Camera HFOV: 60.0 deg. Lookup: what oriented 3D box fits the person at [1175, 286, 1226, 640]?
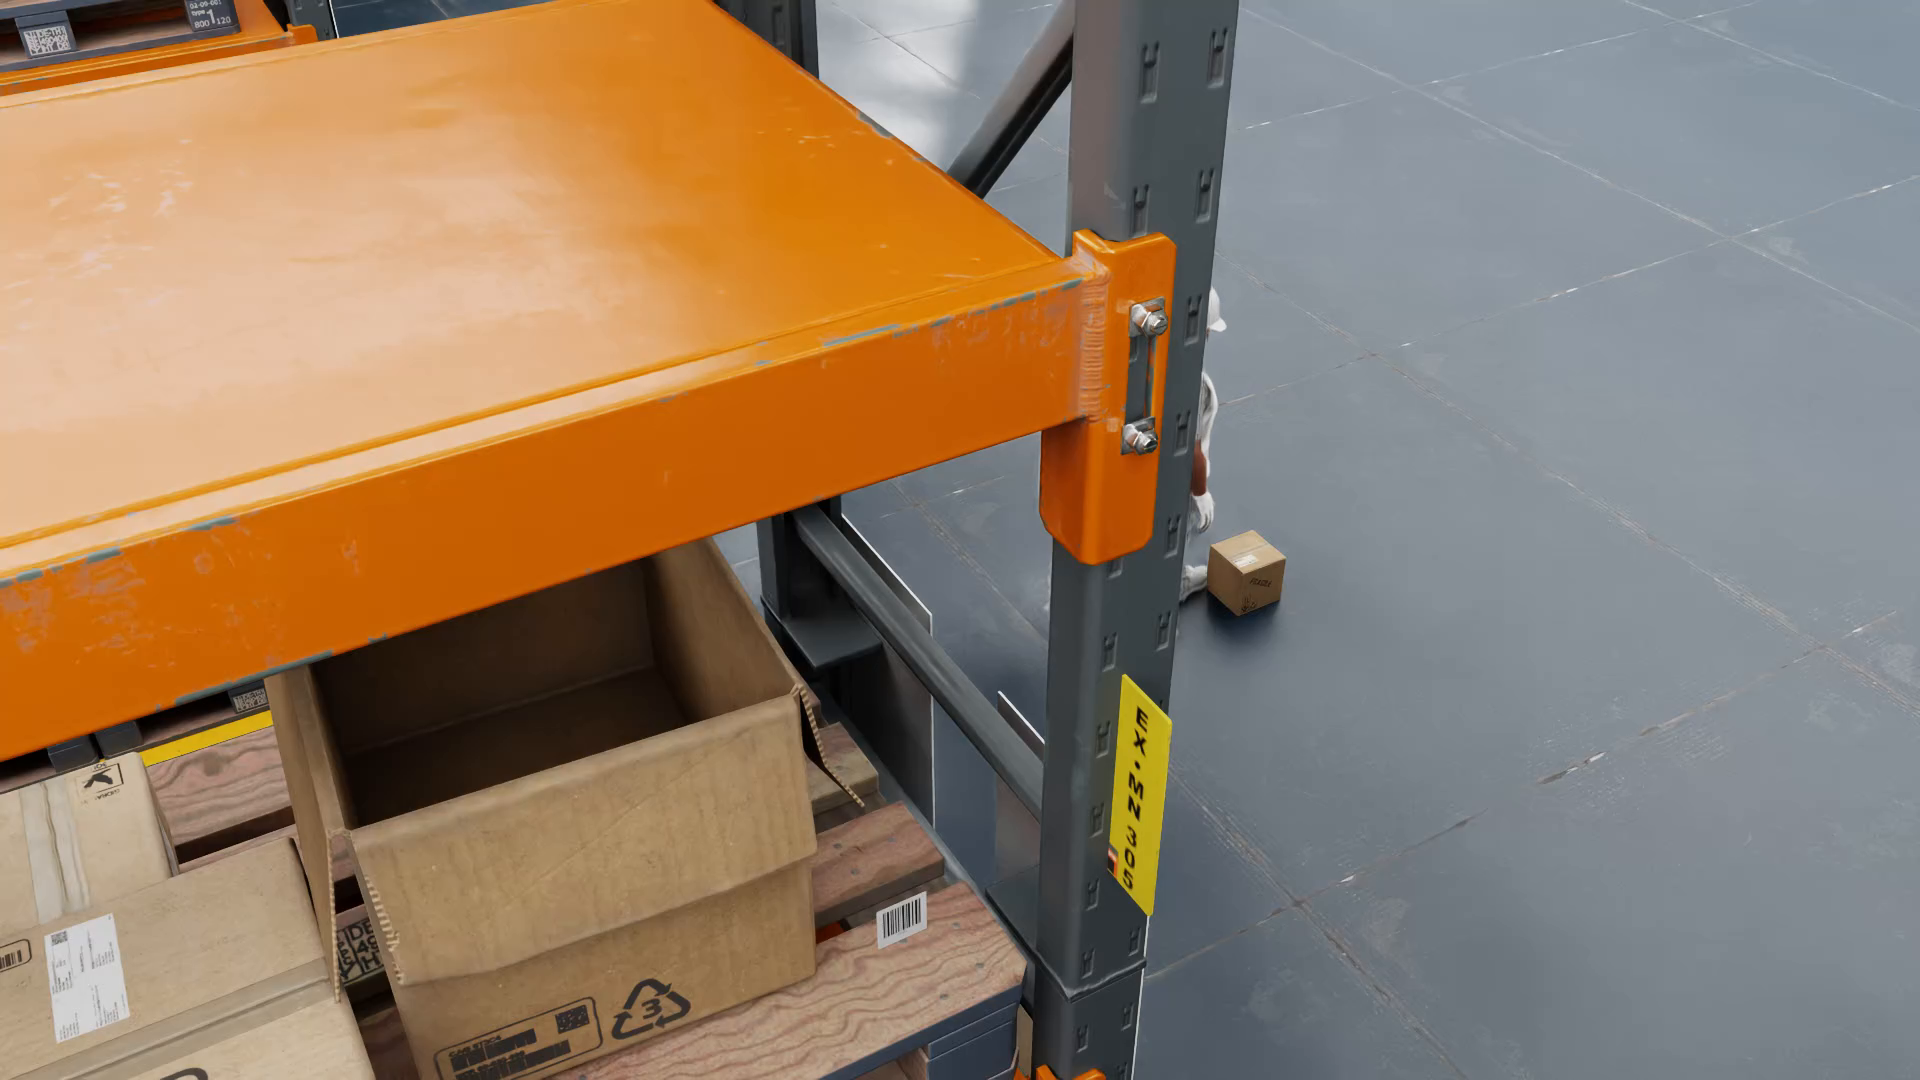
[{"bbox_3d":[0.970,-0.330,7.045,0.673,1.761,0.612,-16,39,-20],"label":"person"}]
